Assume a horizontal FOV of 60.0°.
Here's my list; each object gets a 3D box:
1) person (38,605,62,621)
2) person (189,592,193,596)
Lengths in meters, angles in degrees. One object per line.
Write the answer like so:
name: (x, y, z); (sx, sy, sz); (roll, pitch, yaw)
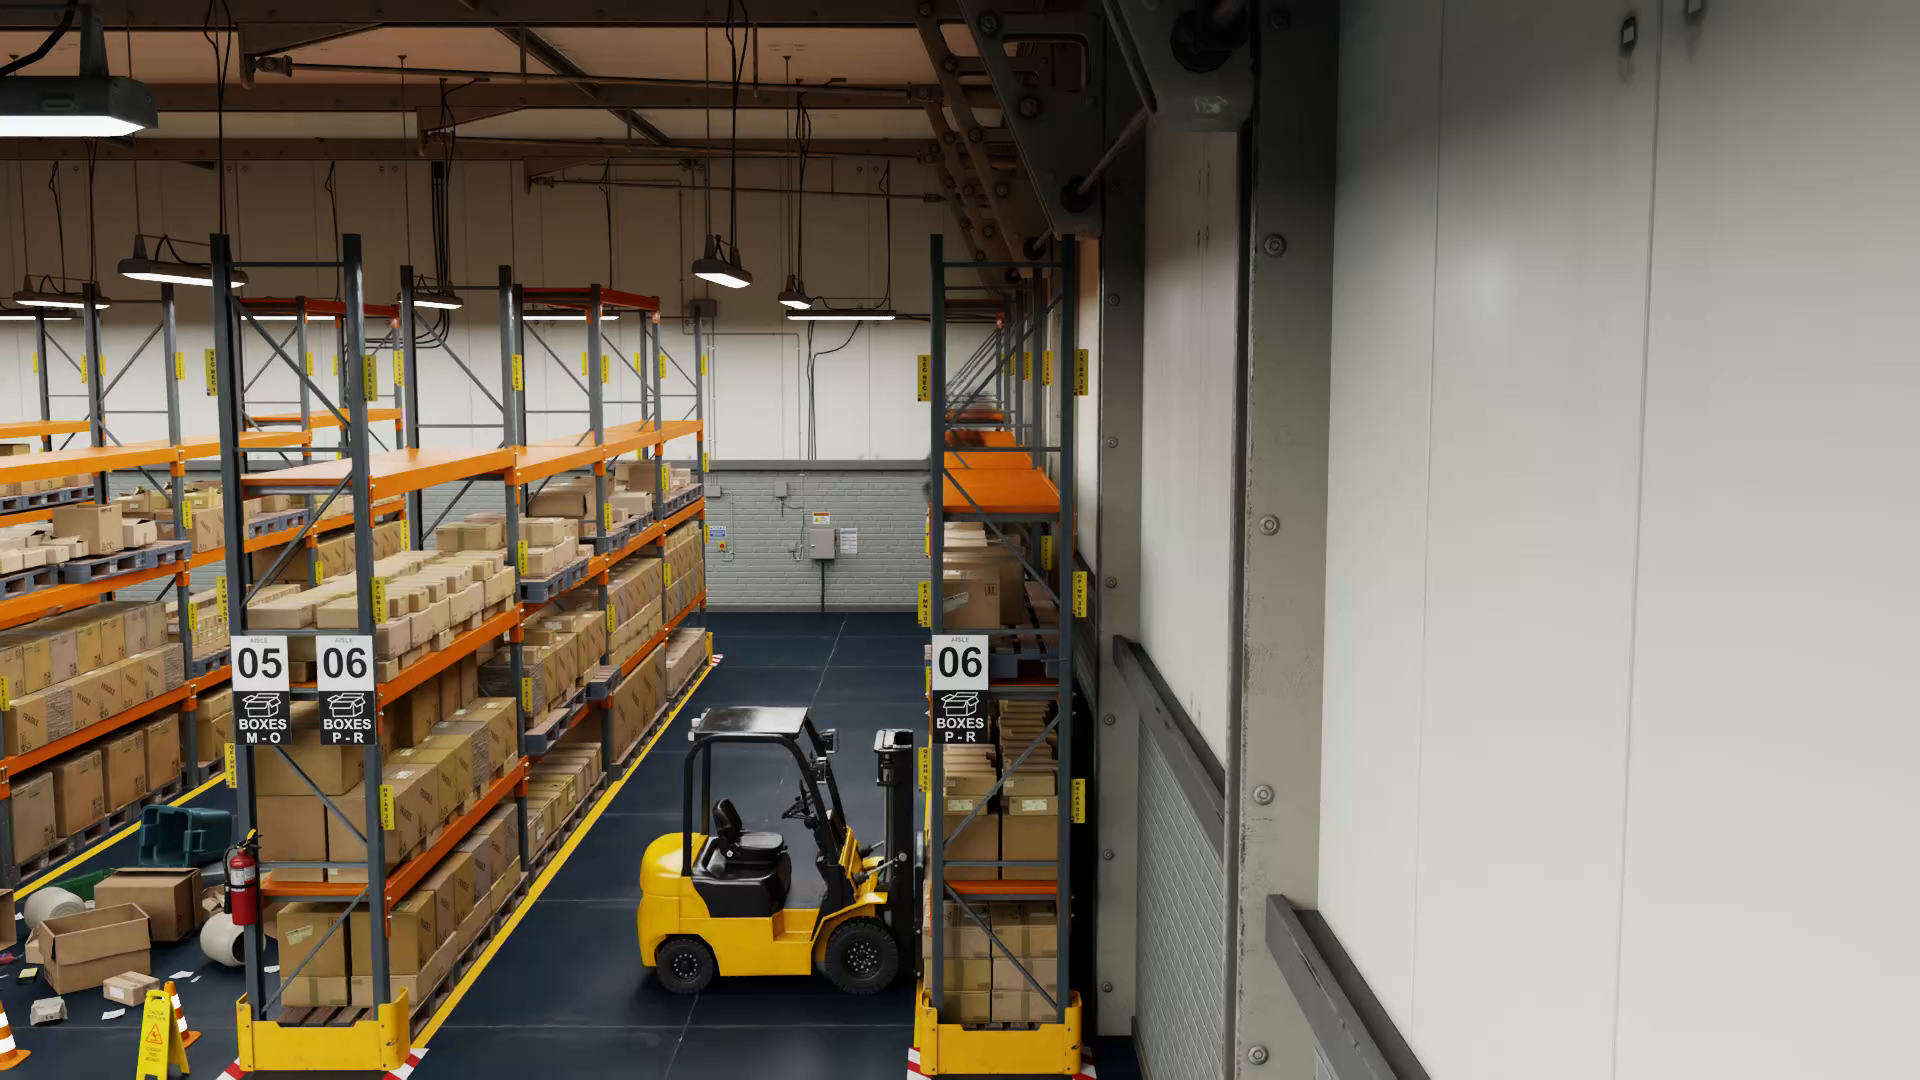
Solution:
person: (-12.766, 1.709, 23.446); (0.638, 1.834, 0.779); (-1, 6, -8)
person: (-11.530, 1.578, 25.008); (0.589, 1.620, 0.783); (1, 6, 10)
